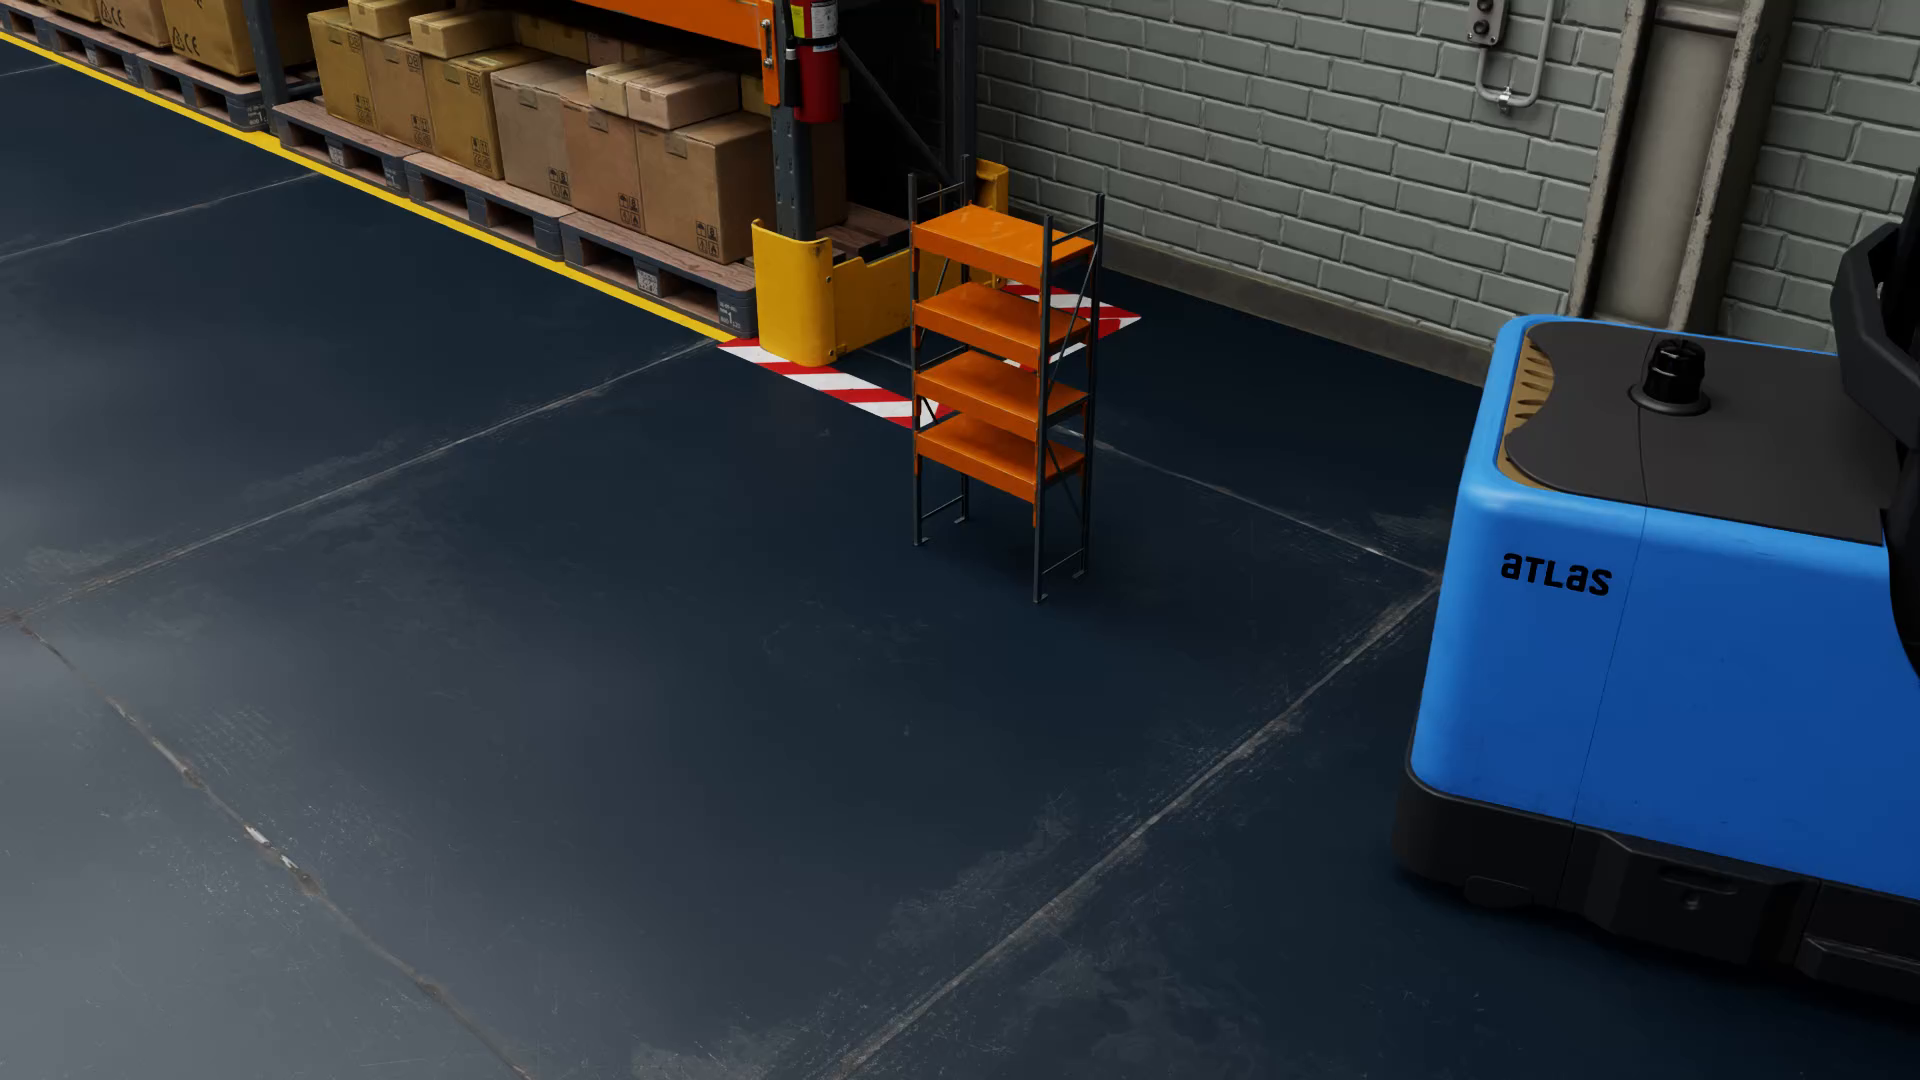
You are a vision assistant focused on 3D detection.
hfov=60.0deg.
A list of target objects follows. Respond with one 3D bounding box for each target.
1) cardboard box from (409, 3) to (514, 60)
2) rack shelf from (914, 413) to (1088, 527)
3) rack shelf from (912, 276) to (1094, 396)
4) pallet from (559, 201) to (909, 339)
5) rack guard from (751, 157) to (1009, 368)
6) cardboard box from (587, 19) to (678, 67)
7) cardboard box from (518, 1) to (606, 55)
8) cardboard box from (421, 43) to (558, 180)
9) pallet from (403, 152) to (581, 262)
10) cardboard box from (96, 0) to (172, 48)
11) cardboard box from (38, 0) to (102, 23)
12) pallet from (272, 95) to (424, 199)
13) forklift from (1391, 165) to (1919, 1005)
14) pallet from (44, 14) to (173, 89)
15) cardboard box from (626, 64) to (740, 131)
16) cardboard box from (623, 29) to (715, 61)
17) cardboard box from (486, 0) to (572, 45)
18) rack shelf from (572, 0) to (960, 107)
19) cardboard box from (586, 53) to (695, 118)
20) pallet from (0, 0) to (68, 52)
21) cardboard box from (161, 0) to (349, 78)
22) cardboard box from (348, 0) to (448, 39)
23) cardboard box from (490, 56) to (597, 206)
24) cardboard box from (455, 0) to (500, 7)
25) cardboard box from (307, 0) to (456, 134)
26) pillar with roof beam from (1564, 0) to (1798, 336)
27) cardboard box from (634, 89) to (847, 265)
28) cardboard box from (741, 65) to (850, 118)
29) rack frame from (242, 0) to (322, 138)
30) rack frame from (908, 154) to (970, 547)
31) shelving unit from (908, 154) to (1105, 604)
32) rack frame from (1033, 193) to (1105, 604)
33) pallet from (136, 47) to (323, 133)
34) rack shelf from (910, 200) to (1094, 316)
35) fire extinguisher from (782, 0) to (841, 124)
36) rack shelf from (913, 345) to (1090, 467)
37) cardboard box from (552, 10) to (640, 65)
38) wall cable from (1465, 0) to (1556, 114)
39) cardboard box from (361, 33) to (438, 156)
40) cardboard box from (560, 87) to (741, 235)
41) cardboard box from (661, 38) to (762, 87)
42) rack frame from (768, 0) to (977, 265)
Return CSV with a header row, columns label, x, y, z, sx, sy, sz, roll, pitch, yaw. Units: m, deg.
label,x,y,z,sx,sy,sz,roll,pitch,yaw
cardboard box,-2.272,-2.325,7.591,0.250,0.149,0.380,24,38,34
rack shelf,0.123,-0.229,4.982,0.480,0.148,0.258,25,39,35
rack shelf,0.123,-0.591,4.765,0.480,0.148,0.258,25,39,35
pallet,-0.956,-1.273,7.159,1.213,0.211,1.003,25,39,35
rack guard,-0.293,-1.141,6.661,0.348,0.500,1.175,25,39,35
cardboard box,-1.420,-2.194,7.374,0.250,0.149,0.380,26,39,36
cardboard box,-1.798,-2.371,7.667,0.250,0.149,0.380,24,39,34
cardboard box,-2.041,-2.062,7.784,0.500,0.500,0.700,26,40,36
pallet,-1.856,-1.695,7.861,1.213,0.211,1.003,25,39,35
cardboard box,-4.506,-3.346,9.576,0.750,0.750,0.750,26,40,36
cardboard box,-5.139,-3.638,10.062,0.750,0.750,0.750,25,39,35
pallet,-2.765,-2.117,8.562,1.213,0.211,1.003,25,39,35
forklift,2.584,-0.410,3.089,3.031,2.935,1.130,11,33,18
pallet,-4.808,-3.071,10.146,1.213,0.211,1.003,25,39,35
cardboard box,-1.114,-1.786,6.696,0.250,0.149,0.380,25,39,35
cardboard box,-1.231,-2.106,7.228,0.250,0.149,0.380,25,39,35
cardboard box,-1.990,-2.460,7.815,0.250,0.149,0.380,25,39,36
rack shelf,-1.793,-2.604,7.365,4.000,0.370,1.077,25,39,35
cardboard box,-1.304,-1.874,6.843,0.250,0.149,0.380,26,40,36
pallet,-5.708,-3.493,10.847,1.213,0.211,1.003,25,39,35
cardboard box,-3.845,-3.039,9.067,0.750,0.750,0.750,26,39,36
cardboard box,-2.659,-2.505,7.891,0.250,0.149,0.380,27,40,37
cardboard box,-1.641,-1.880,7.482,0.500,0.500,0.700,24,38,34
cardboard box,-2.177,-2.547,7.961,0.250,0.149,0.380,24,38,34
cardboard box,-2.790,-2.416,8.371,0.500,0.500,0.700,26,39,36
pillar with roof beam,-0.617,-2.541,0.746,0.400,9.000,9.100,25,39,35
cardboard box,-0.896,-1.534,6.905,0.500,0.500,0.700,25,39,35
cardboard box,-0.670,-1.845,6.793,0.250,0.149,0.380,25,39,35
rack frame,-3.276,-3.605,8.330,0.127,3.000,1.000,25,39,35
rack frame,-0.058,-0.541,4.986,0.015,1.200,0.240,25,39,35
shelving unit,0.123,-0.457,4.845,0.503,1.200,0.258,25,39,35
rack frame,0.304,-0.372,4.705,0.015,1.200,0.240,25,39,35
pallet,-3.899,-2.648,9.445,1.213,0.211,1.003,25,39,35
rack shelf,0.123,-0.793,4.643,0.480,0.148,0.258,25,39,35
fire extinguisher,-0.508,-1.799,5.766,0.183,0.674,0.296,25,39,35
rack shelf,0.123,-0.399,4.880,0.480,0.148,0.258,25,39,35
cardboard box,-1.611,-2.283,7.521,0.250,0.149,0.380,25,39,36
wall cable,1.274,-2.574,5.633,1.851,1.984,0.084,25,39,35
cardboard box,-2.420,-2.241,8.080,0.500,0.500,0.700,25,39,35
cardboard box,-1.268,-1.707,7.193,0.500,0.500,0.700,25,39,35
cardboard box,-1.046,-2.020,7.084,0.250,0.149,0.380,25,39,35
rack frame,-0.310,-2.220,6.030,0.127,3.000,1.000,25,39,35
